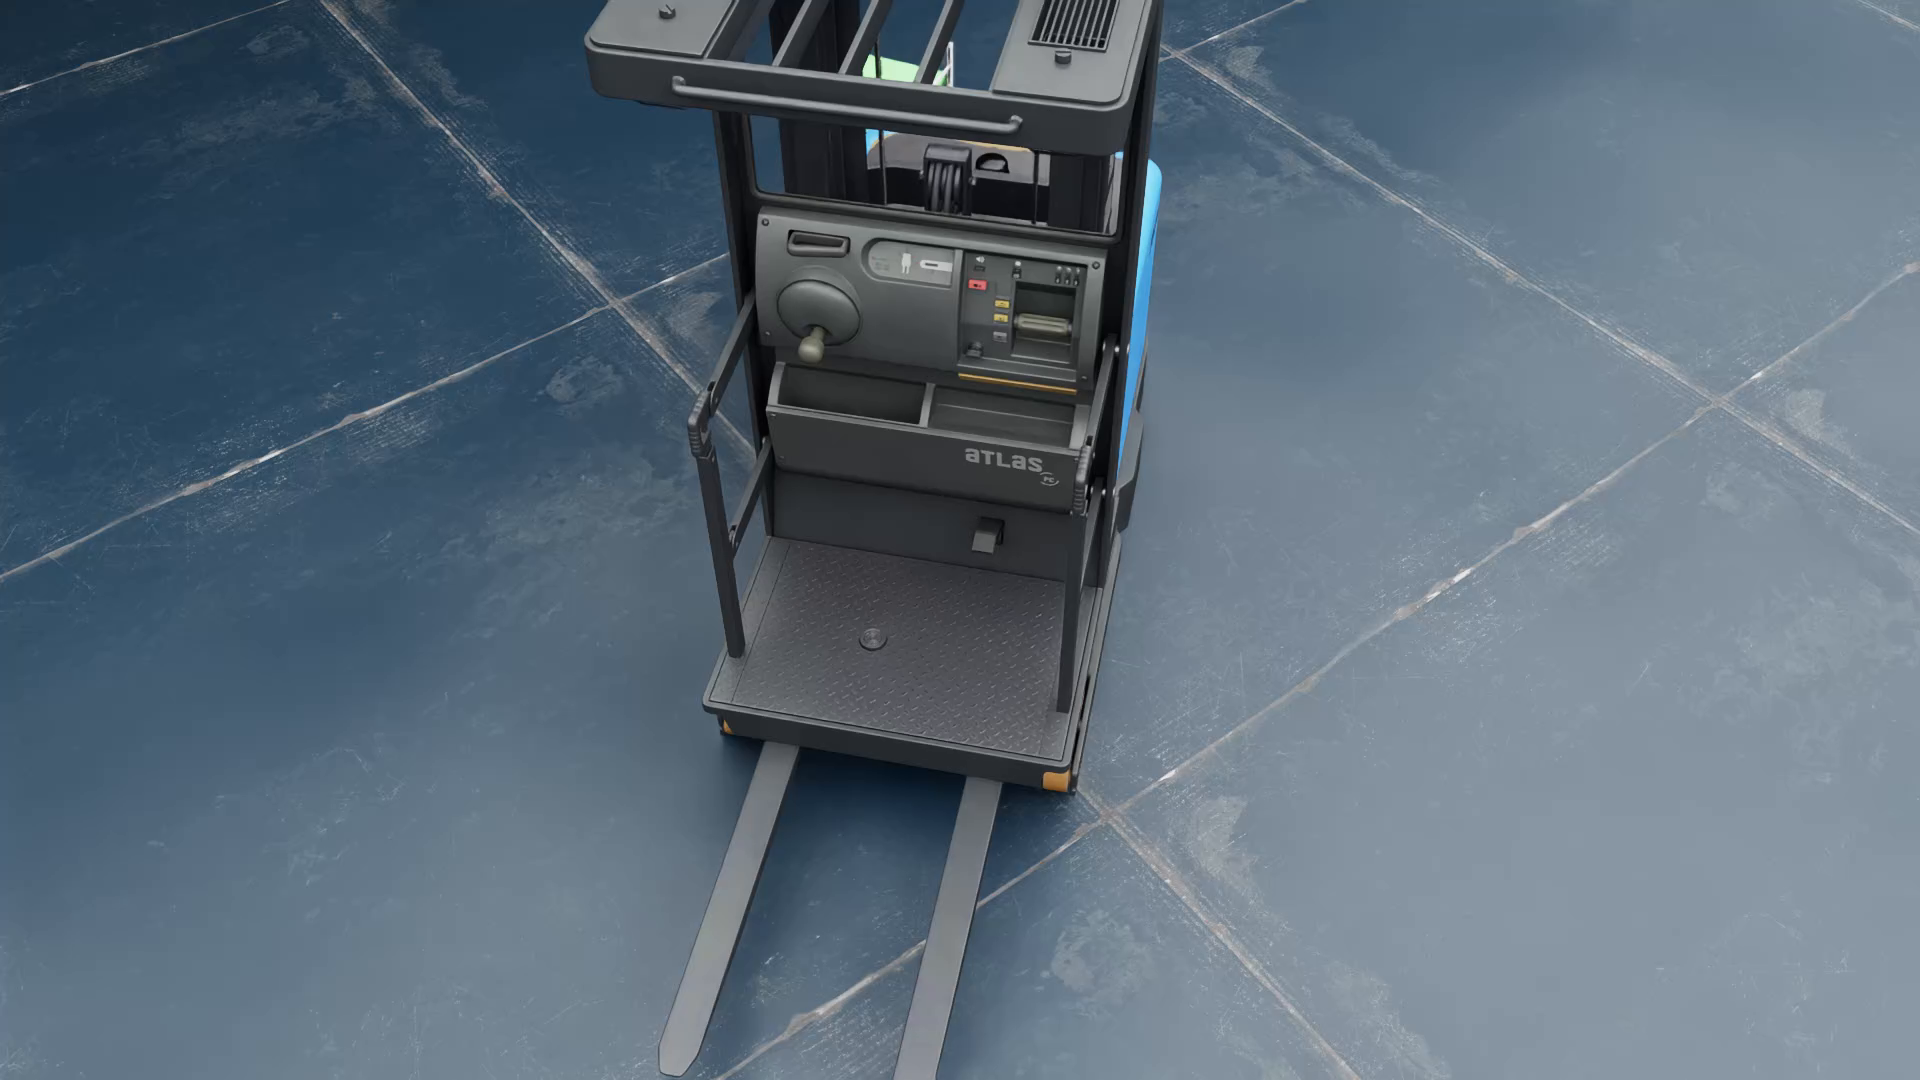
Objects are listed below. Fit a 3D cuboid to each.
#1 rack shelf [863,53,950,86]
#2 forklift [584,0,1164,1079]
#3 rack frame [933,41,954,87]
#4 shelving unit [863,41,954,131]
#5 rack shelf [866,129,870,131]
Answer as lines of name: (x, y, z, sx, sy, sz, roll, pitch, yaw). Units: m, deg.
rack shelf: (-0.300, -1.566, 5.797, 0.480, 0.148, 0.258, 17, 50, 15)
forklift: (-0.128, -0.529, 4.252, 1.130, 2.935, 3.031, 9, 48, 8)
rack frame: (-0.076, -1.215, 6.040, 0.015, 1.200, 0.240, 17, 50, 15)
shelving unit: (-0.301, -1.284, 6.103, 0.503, 1.200, 0.258, 17, 50, 15)
rack shelf: (-0.300, -1.403, 5.974, 0.480, 0.148, 0.258, 17, 50, 15)
